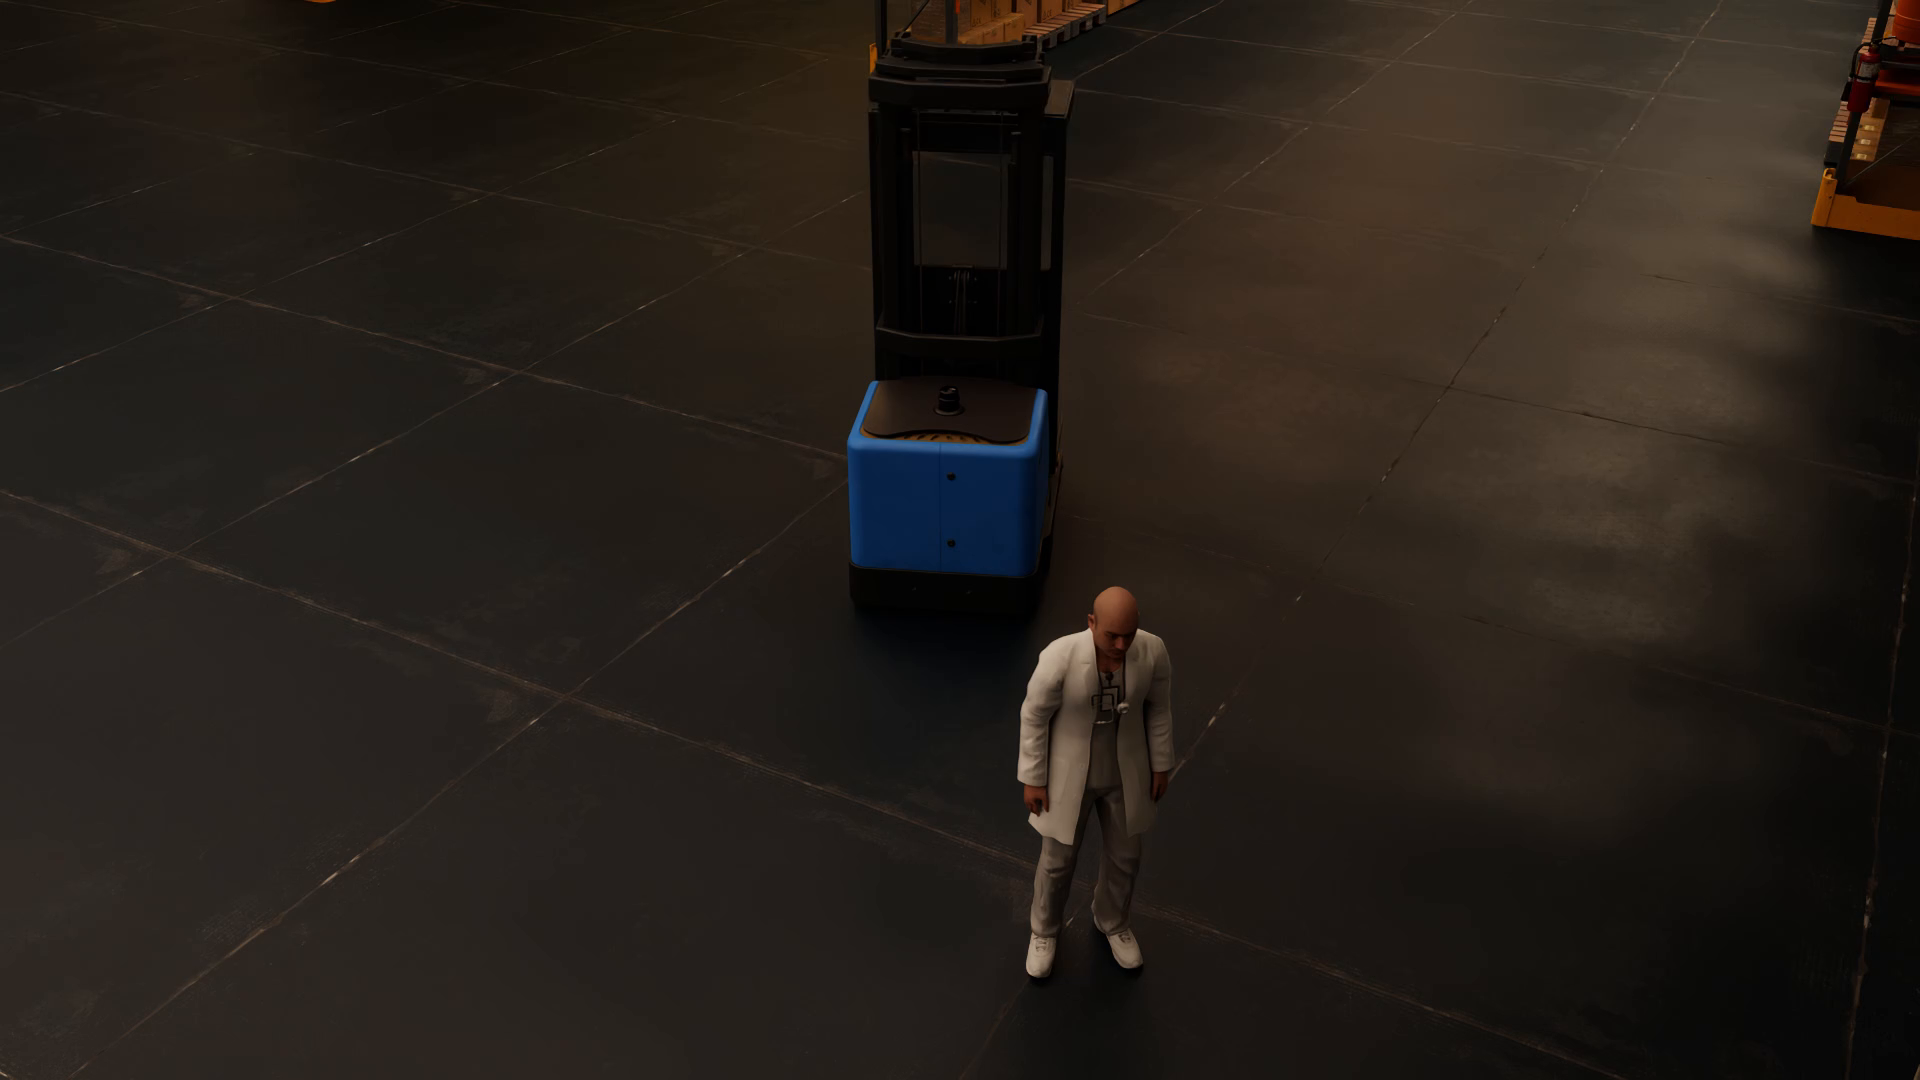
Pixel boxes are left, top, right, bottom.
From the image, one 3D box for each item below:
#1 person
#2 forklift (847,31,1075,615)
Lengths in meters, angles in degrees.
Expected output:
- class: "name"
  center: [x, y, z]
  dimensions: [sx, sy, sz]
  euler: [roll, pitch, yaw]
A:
- class: "person"
  center: [0.545, 0.937, 6.607]
  dimensions: [0.644, 1.772, 0.436]
  euler: [-5, 30, -9]
- class: "forklift"
  center: [0.072, -1.572, 9.794]
  dimensions: [1.130, 2.935, 3.031]
  euler: [3, 30, 6]
